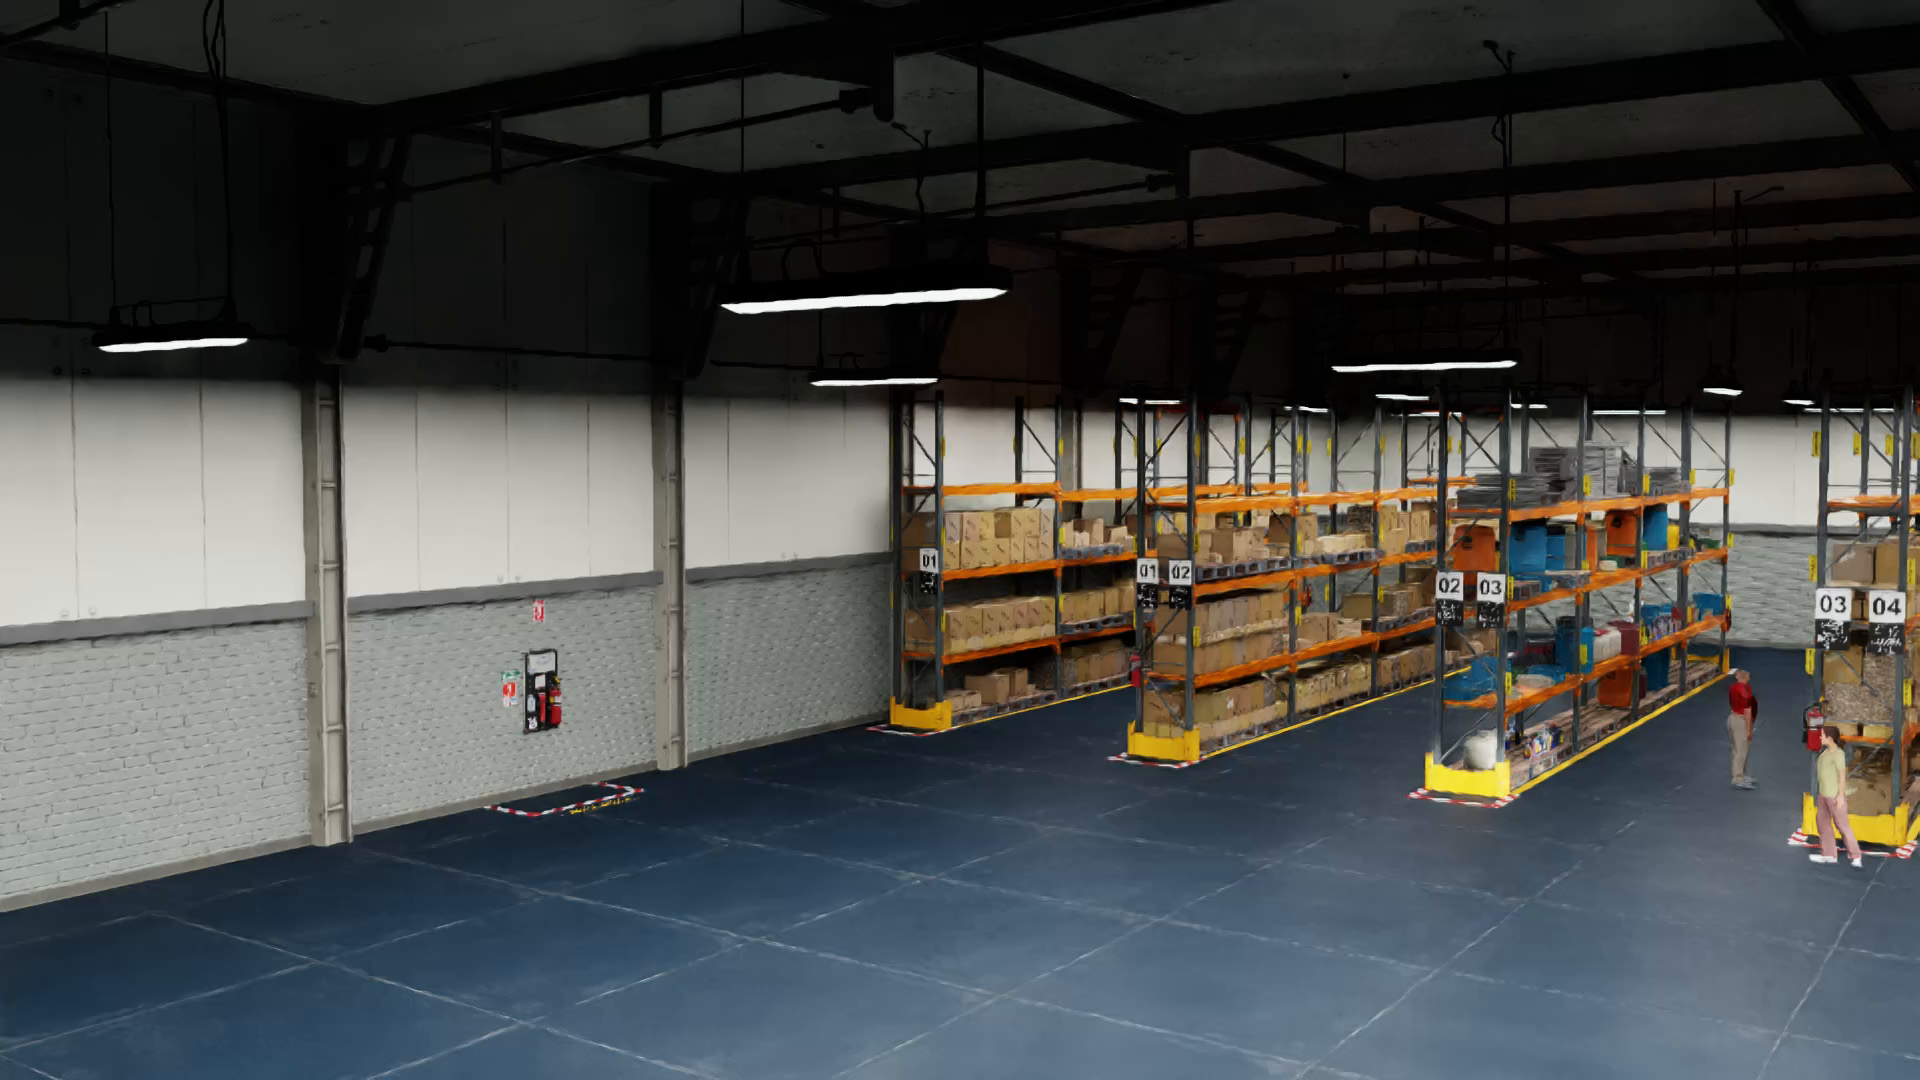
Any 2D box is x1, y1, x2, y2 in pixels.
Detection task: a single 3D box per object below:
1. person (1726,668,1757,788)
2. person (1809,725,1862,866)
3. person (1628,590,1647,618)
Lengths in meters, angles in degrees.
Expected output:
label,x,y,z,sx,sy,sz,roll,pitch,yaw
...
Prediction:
label,x,y,z,sx,sy,sz,roll,pitch,yaw
person,11.552,2.745,24.487,0.450,1.731,0.589,0,3,4
person,10.531,3.056,19.933,0.535,1.662,0.562,0,3,7
person,15.879,1.978,38.884,0.720,1.658,0.527,-1,3,-22
